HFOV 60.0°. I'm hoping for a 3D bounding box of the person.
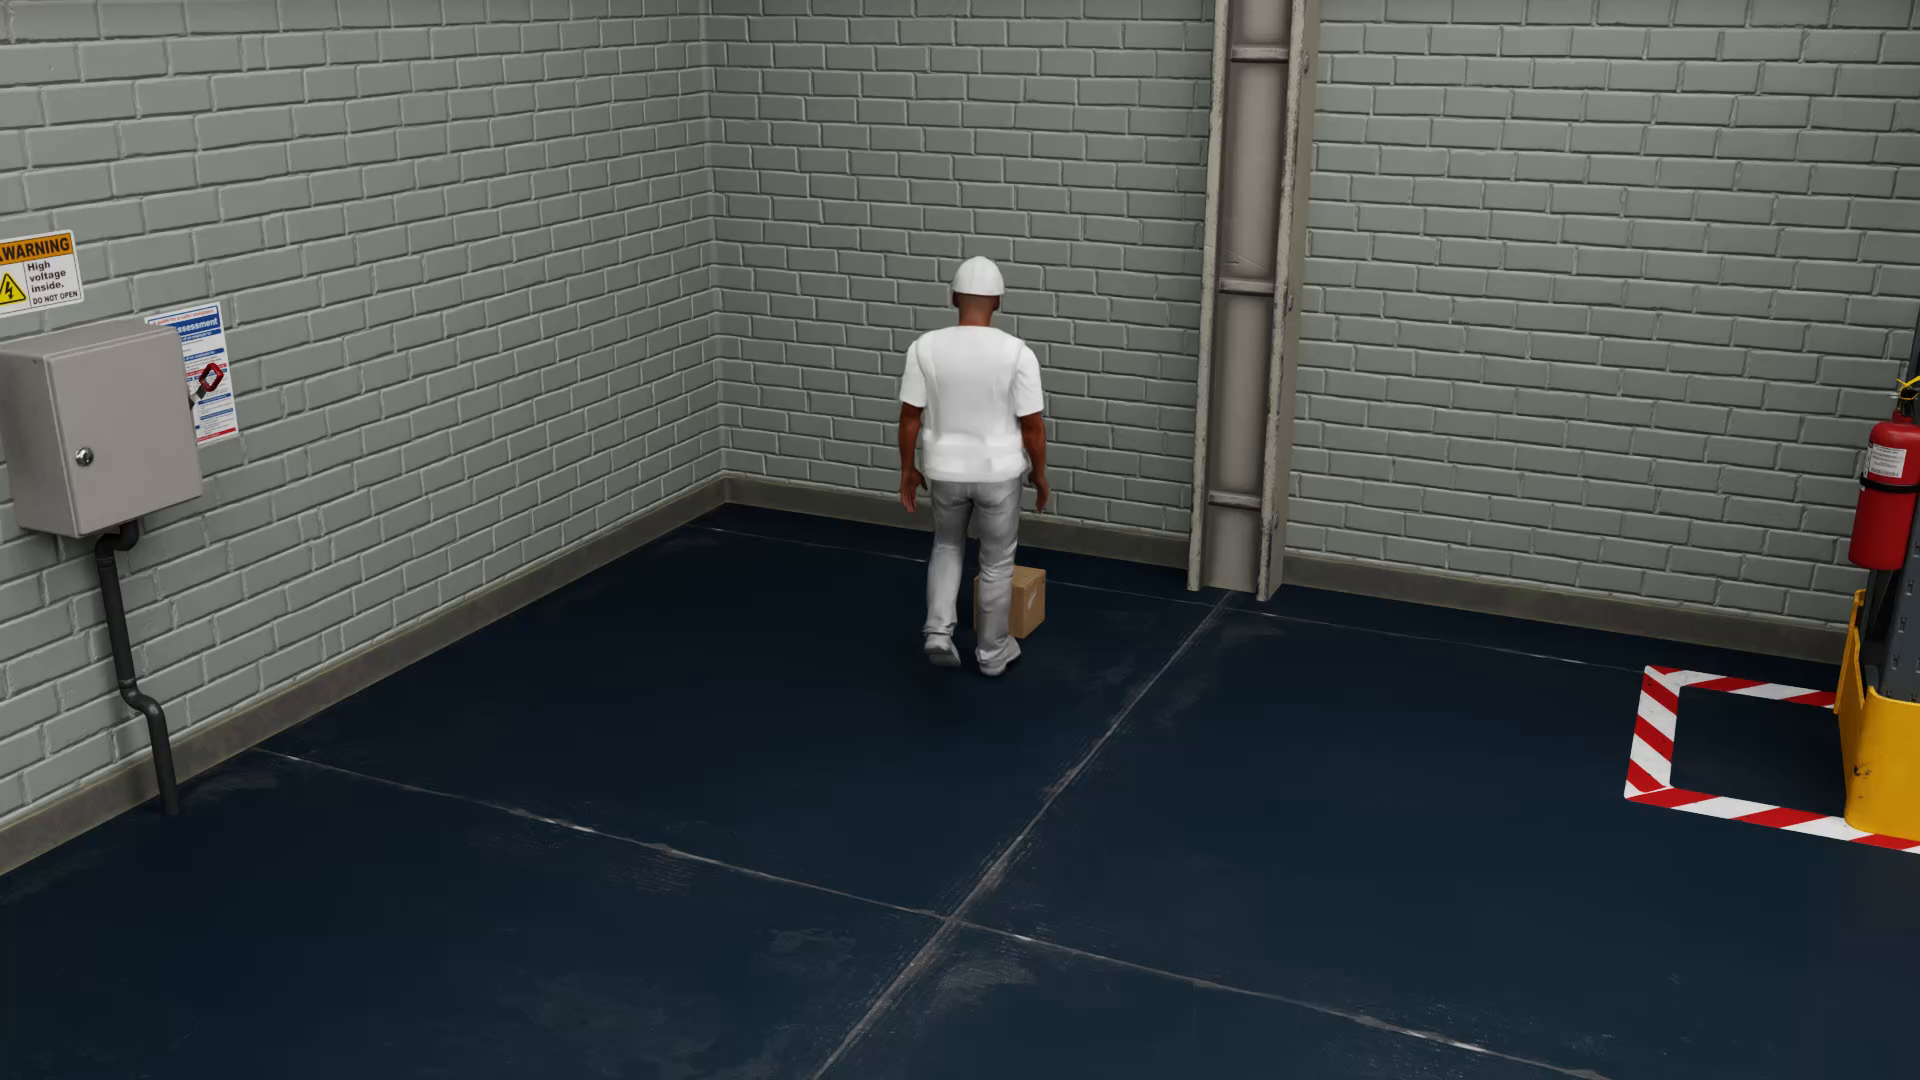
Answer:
[{"bbox_3d":[0.065,-0.283,6.806,0.594,1.767,0.504,5,20,14],"label":"person"}]
